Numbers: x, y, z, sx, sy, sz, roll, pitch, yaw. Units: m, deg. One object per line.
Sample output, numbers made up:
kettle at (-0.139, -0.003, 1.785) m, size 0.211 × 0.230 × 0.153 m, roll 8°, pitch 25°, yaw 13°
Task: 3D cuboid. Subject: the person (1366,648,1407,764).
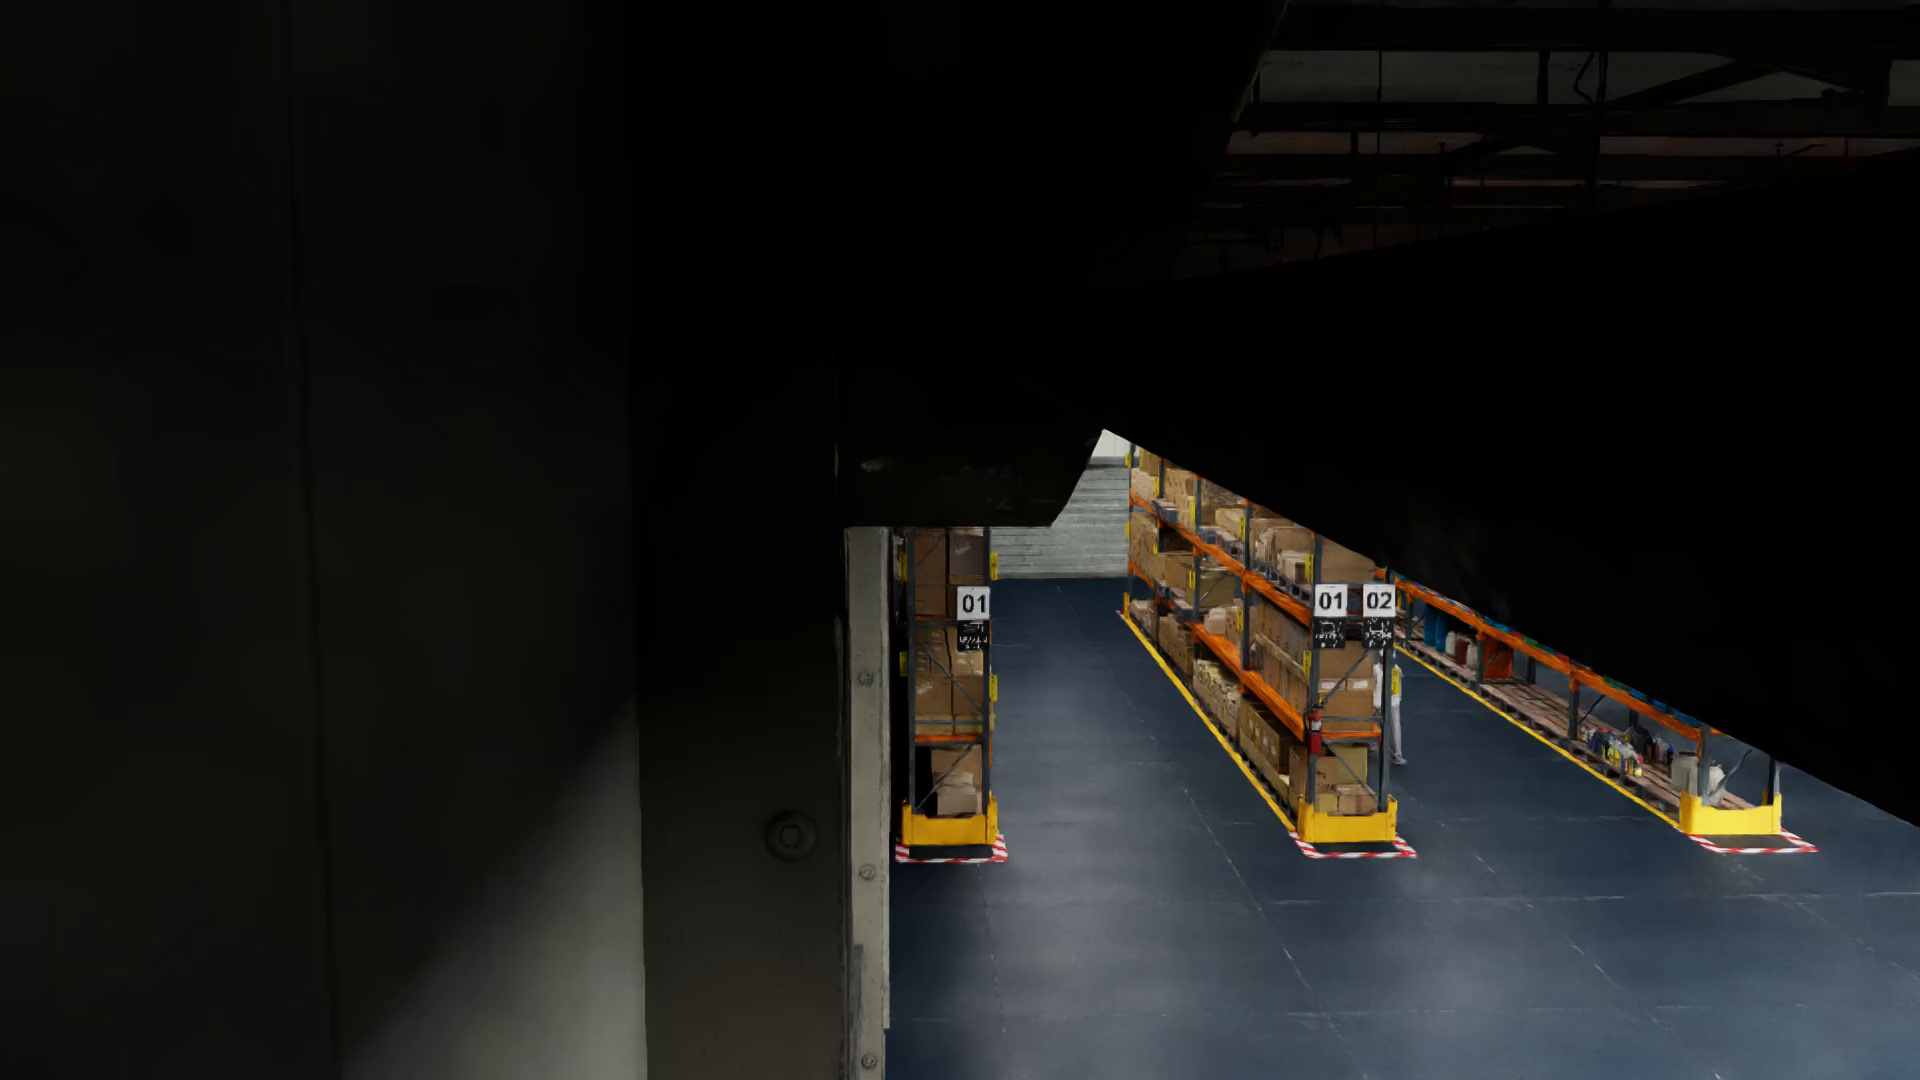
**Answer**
person at (6.209, 2.369, 24.340) m, size 0.543 × 1.698 × 1.115 m, roll 0°, pitch 7°, yaw 0°
